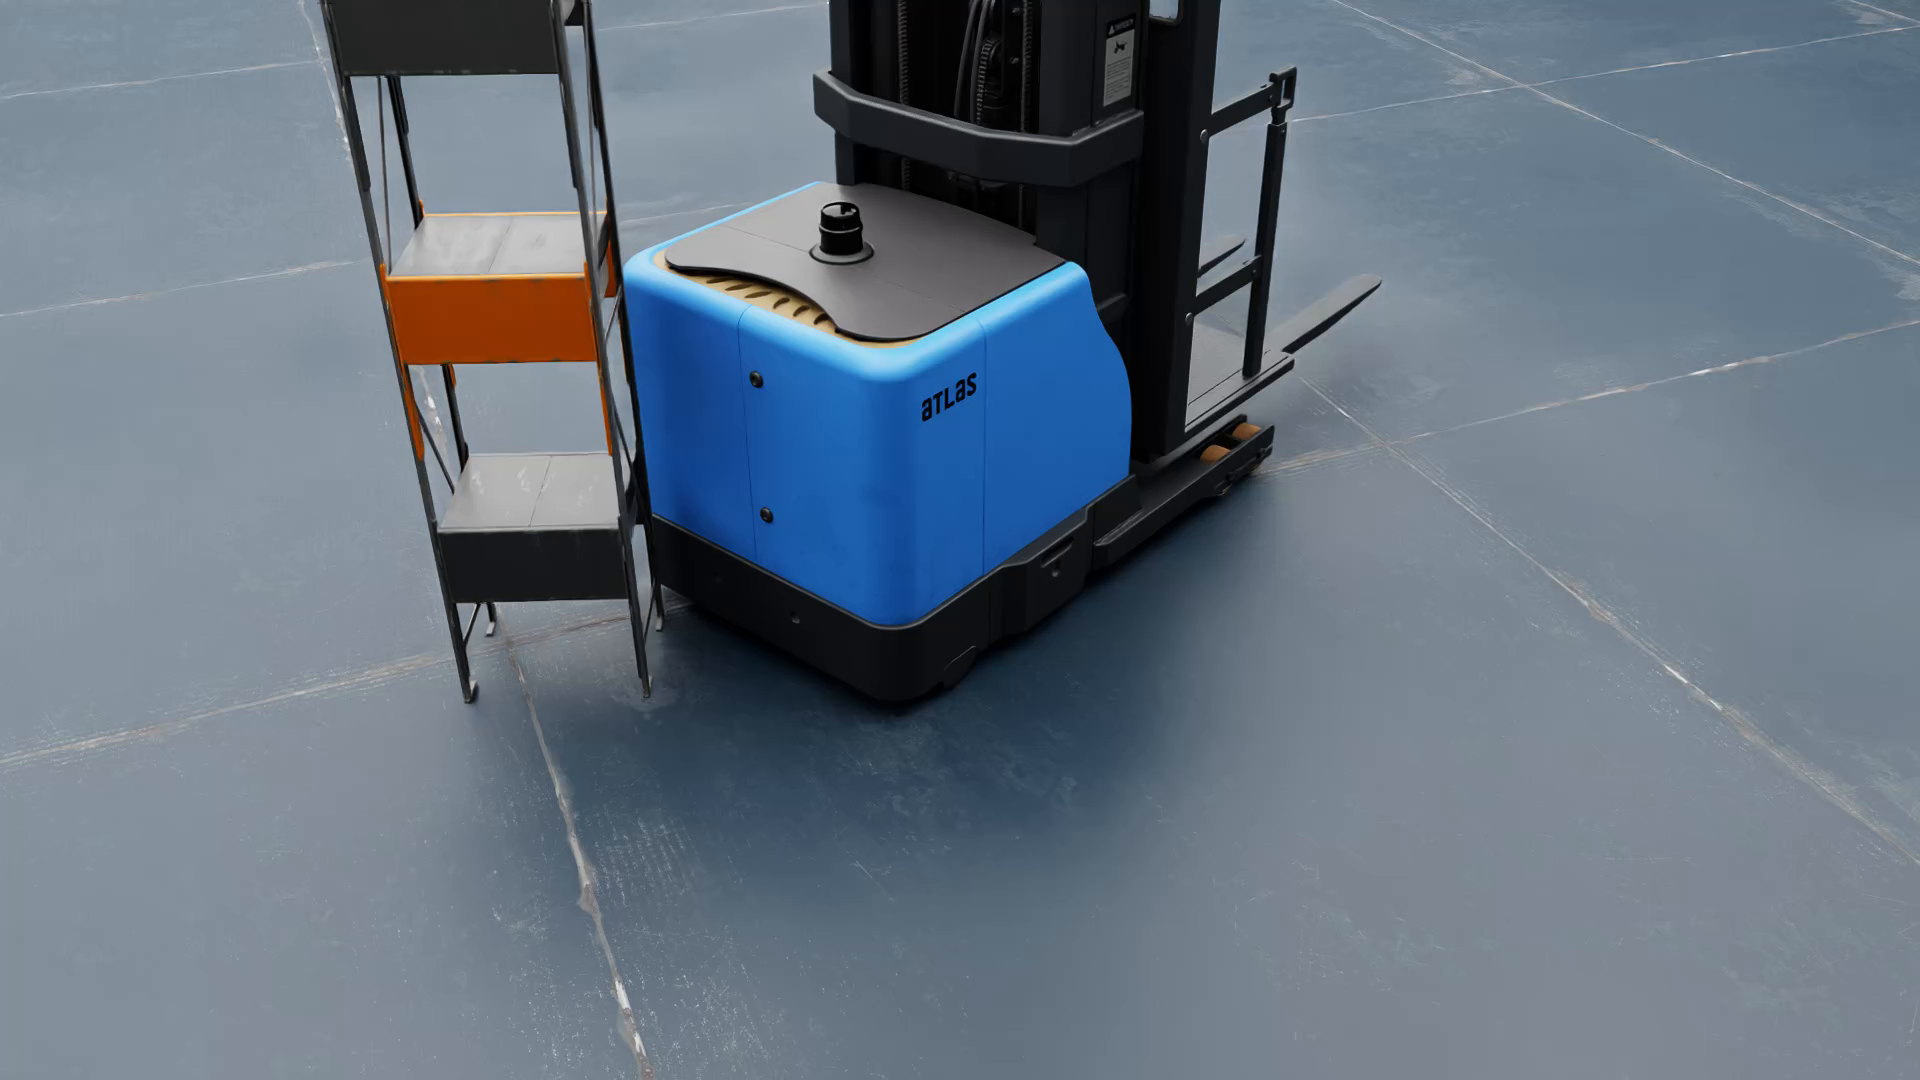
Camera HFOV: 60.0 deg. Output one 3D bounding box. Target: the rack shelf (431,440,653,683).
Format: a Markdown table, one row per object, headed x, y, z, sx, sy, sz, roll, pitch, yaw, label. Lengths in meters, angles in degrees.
| x | y | z | sx | sy | sz | roll | pitch | yaw | label |
| --- | --- | --- | --- | --- | --- | --- | --- | --- | --- |
| -1.116 | 0.053 | 4.553 | 0.480 | 0.518 | 0.431 | -1 | 33 | -2 | rack shelf |

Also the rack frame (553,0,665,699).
| x | y | z | sx | sy | sz | roll | pitch | yaw | label |
| --- | --- | --- | --- | --- | --- | --- | --- | --- | --- |
| -0.872 | -0.551 | 4.172 | 0.015 | 2.100 | 0.400 | -1 | 33 | -2 | rack frame |

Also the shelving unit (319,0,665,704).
| x | y | z | sx | sy | sz | roll | pitch | yaw | label |
| --- | --- | --- | --- | --- | --- | --- | --- | --- | --- |
| -1.116 | -0.546 | 4.163 | 0.503 | 2.100 | 0.431 | -1 | 33 | -2 | shelving unit |

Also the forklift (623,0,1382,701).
| x | y | z | sx | sy | sz | roll | pitch | yaw | label |
| --- | --- | --- | --- | --- | --- | --- | --- | --- | --- |
| 0.401 | -1.529 | 4.913 | 1.130 | 2.935 | 3.031 | 24 | 40 | 32 | forklift |

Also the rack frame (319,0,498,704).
| x | y | z | sx | sy | sz | roll | pitch | yaw | label |
| --- | --- | --- | --- | --- | --- | --- | --- | --- | --- |
| -1.359 | -0.540 | 4.154 | 0.015 | 2.100 | 0.400 | -1 | 33 | -2 | rack frame |

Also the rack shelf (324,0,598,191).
| x | y | z | sx | sy | sz | roll | pitch | yaw | label |
| --- | --- | --- | --- | --- | --- | --- | --- | --- | --- |
| -1.116 | -1.121 | 3.789 | 0.480 | 0.518 | 0.431 | -1 | 33 | -2 | rack shelf |

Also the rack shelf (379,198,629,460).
| x | y | z | sx | sy | sz | roll | pitch | yaw | label |
| --- | --- | --- | --- | --- | --- | --- | --- | --- | --- |
| -1.116 | -0.534 | 4.171 | 0.480 | 0.518 | 0.431 | -1 | 33 | -2 | rack shelf |
